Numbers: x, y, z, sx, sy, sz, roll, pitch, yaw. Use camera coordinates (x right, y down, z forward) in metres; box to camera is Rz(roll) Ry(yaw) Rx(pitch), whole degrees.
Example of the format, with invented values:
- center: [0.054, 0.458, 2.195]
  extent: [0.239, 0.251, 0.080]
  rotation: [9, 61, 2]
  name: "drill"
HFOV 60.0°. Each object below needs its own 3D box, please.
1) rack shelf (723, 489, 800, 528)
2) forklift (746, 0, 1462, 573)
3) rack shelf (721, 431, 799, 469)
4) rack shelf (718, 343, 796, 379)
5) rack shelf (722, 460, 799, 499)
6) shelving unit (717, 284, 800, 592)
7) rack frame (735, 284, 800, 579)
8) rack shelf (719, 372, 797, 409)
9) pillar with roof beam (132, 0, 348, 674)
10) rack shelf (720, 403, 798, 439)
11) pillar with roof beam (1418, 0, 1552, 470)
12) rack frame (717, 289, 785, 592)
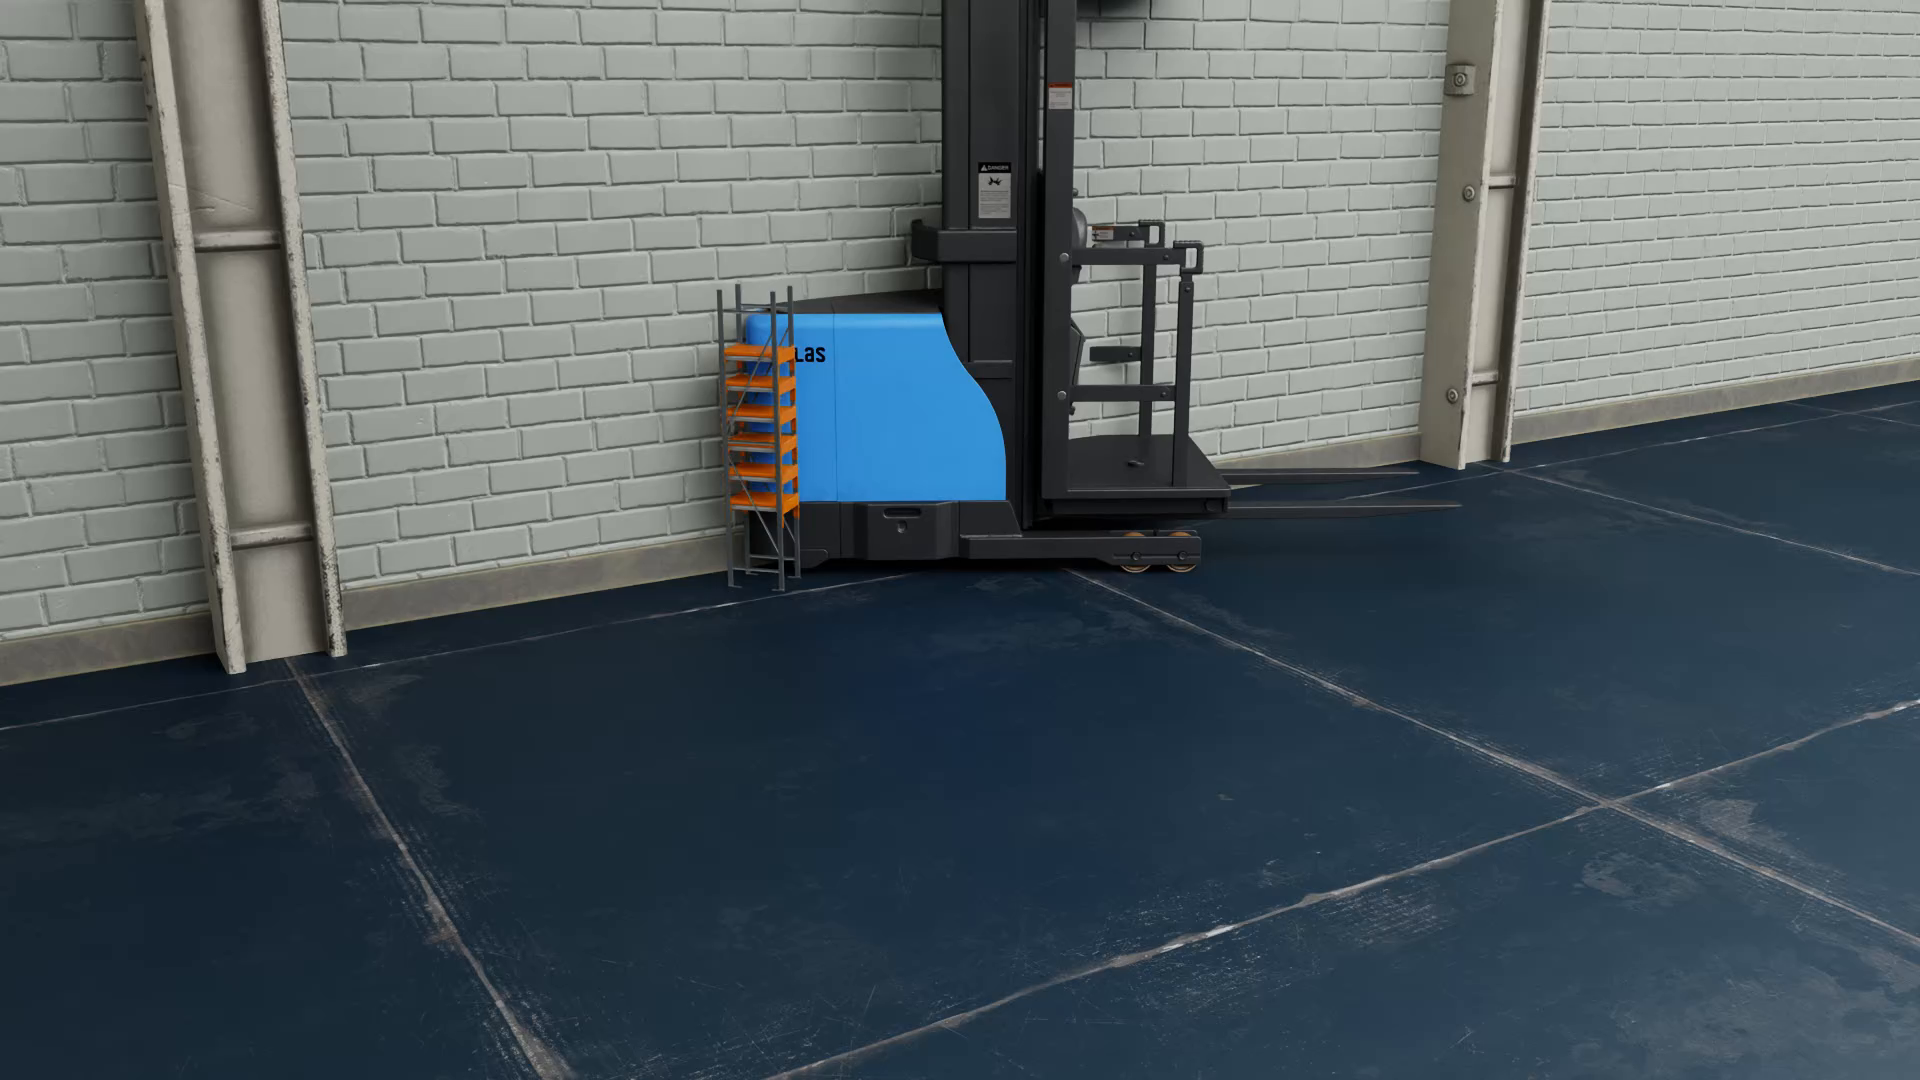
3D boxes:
- center: [-0.797, -0.129, 6.700]
  extent: [0.258, 0.103, 0.180]
  rotation: [4, 16, 15]
  name: "rack shelf"
- center: [0.622, -1.417, 7.036]
  extent: [3.031, 2.935, 1.130]
  rotation: [-1, 16, -2]
  name: "forklift"
- center: [-0.797, -0.360, 6.635]
  extent: [0.258, 0.103, 0.180]
  rotation: [4, 16, 15]
  name: "rack shelf"
- center: [-0.797, -0.707, 6.538]
  extent: [0.258, 0.103, 0.180]
  rotation: [4, 16, 15]
  name: "rack shelf"
- center: [-0.797, -0.244, 6.668]
  extent: [0.258, 0.103, 0.180]
  rotation: [4, 16, 15]
  name: "rack shelf"
- center: [-0.797, -0.403, 6.623]
  extent: [0.258, 1.200, 0.189]
  rotation: [4, 16, 15]
  name: "shelving unit"
- center: [-0.773, -0.427, 6.708]
  extent: [0.240, 1.200, 0.006]
  rotation: [4, 16, 15]
  name: "rack frame"
- center: [-0.797, -0.591, 6.571]
  extent: [0.258, 0.103, 0.180]
  rotation: [4, 16, 15]
  name: "rack shelf"
- center: [-0.222, -2.935, 1.207]
  extent: [0.400, 9.000, 9.100]
  rotation: [-9, 18, -30]
  name: "pillar with roof beam"
- center: [-0.797, -0.475, 6.603]
  extent: [0.258, 0.103, 0.180]
  rotation: [4, 16, 15]
  name: "rack shelf"
- center: [4.921, -3.769, 4.183]
  extent: [0.400, 9.000, 9.100]
  rotation: [-9, 18, -30]
  name: "pillar with roof beam"
- center: [-0.821, -0.379, 6.538]
  extent: [0.240, 1.200, 0.006]
  rotation: [4, 16, 15]
  name: "rack frame"
